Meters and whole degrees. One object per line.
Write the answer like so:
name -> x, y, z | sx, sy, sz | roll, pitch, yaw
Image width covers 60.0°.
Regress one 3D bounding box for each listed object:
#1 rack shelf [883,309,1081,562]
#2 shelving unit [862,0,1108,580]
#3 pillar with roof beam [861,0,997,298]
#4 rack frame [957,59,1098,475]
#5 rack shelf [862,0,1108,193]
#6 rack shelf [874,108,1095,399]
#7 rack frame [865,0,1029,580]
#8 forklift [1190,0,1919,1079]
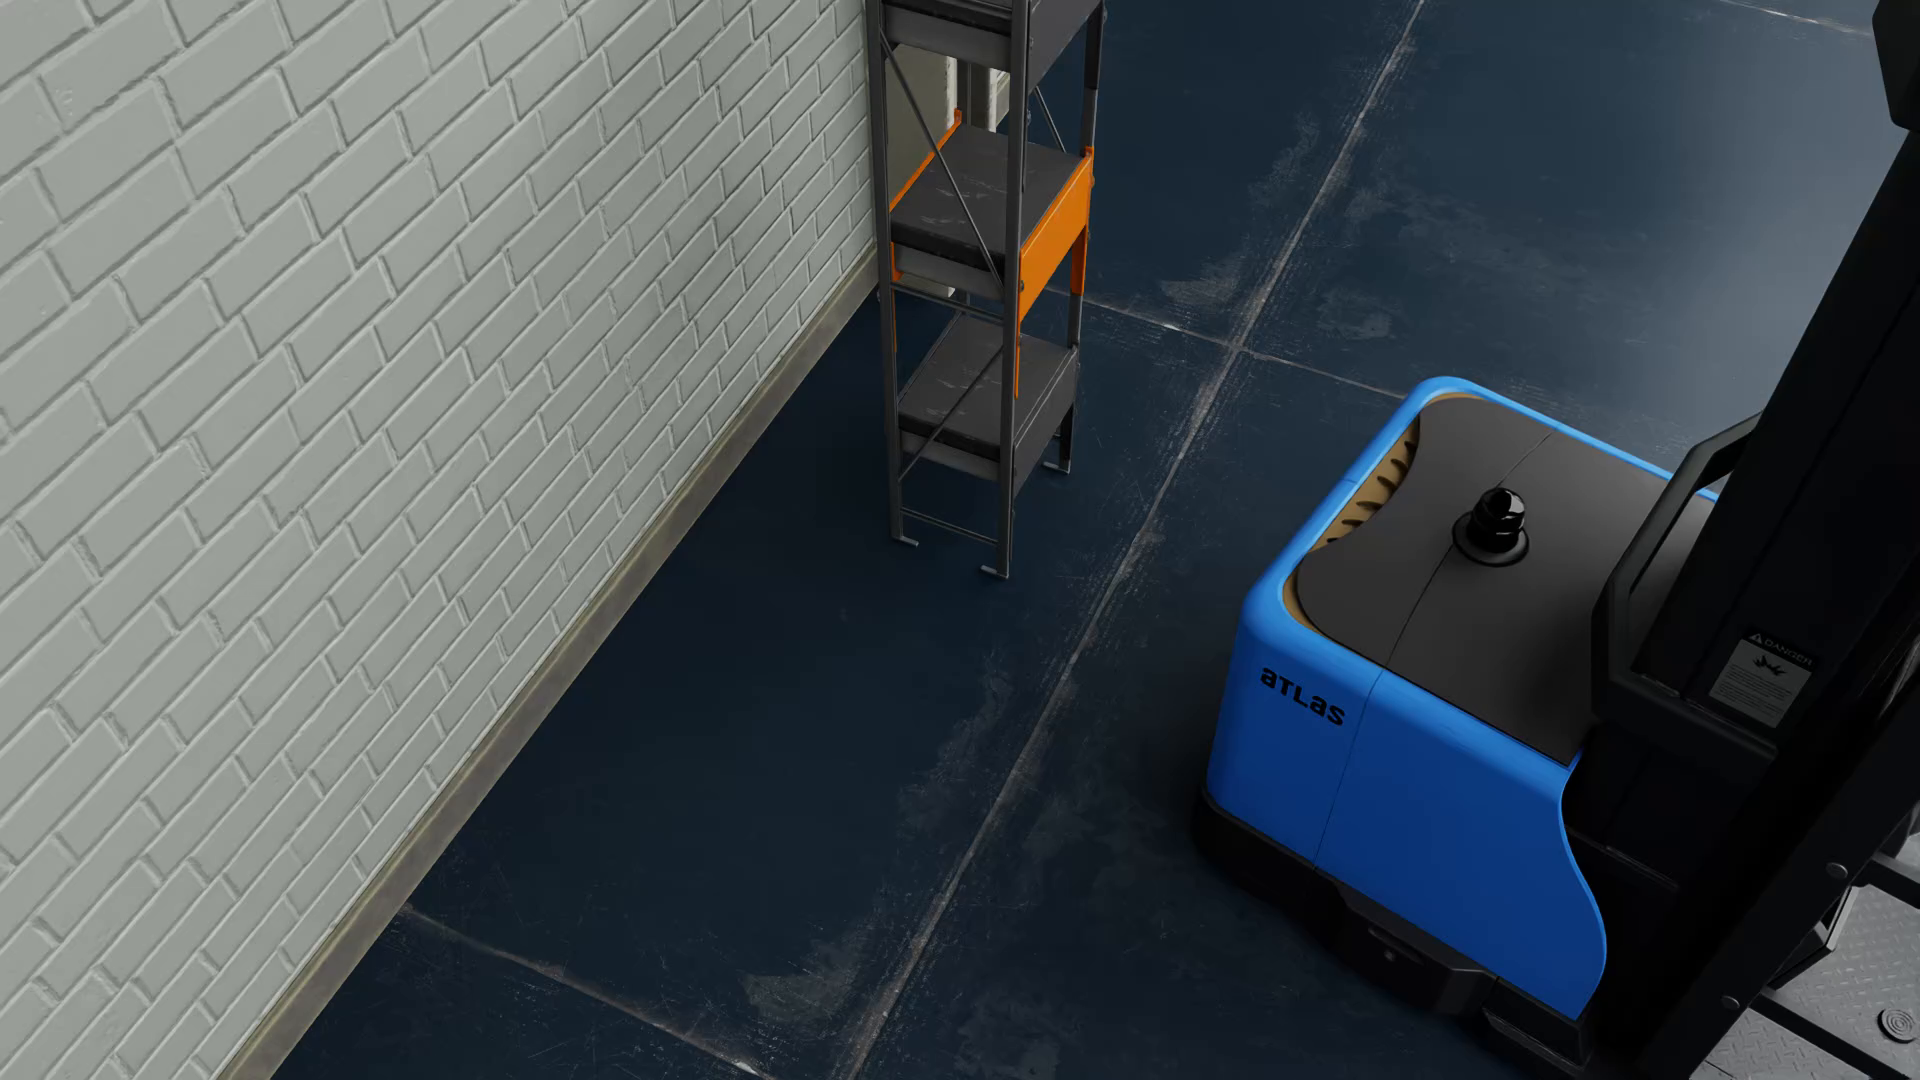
rack shelf -> 0.071, -0.332, 5.091 | 0.431, 0.518, 0.480 | 20, 52, 16
shelving unit -> 0.071, -0.794, 4.547 | 0.431, 2.100, 0.503 | 20, 52, 16
pillar with roof beam -> 3.797, -2.574, 1.532 | 9.100, 9.000, 0.400 | 20, 52, 16
rack frame -> 0.175, -0.962, 4.690 | 0.400, 2.100, 0.015 | 20, 52, 16
rack shelf -> 0.071, -1.239, 4.025 | 0.431, 0.518, 0.480 | 20, 52, 16
rack shelf -> 0.071, -0.786, 4.558 | 0.431, 0.518, 0.480 | 20, 52, 16
rack frame -> -0.034, -0.626, 4.404 | 0.400, 2.100, 0.015 | 20, 52, 16
forklift -> 2.106, 0.272, 3.094 | 3.031, 2.935, 1.130 | 30, 56, 23
